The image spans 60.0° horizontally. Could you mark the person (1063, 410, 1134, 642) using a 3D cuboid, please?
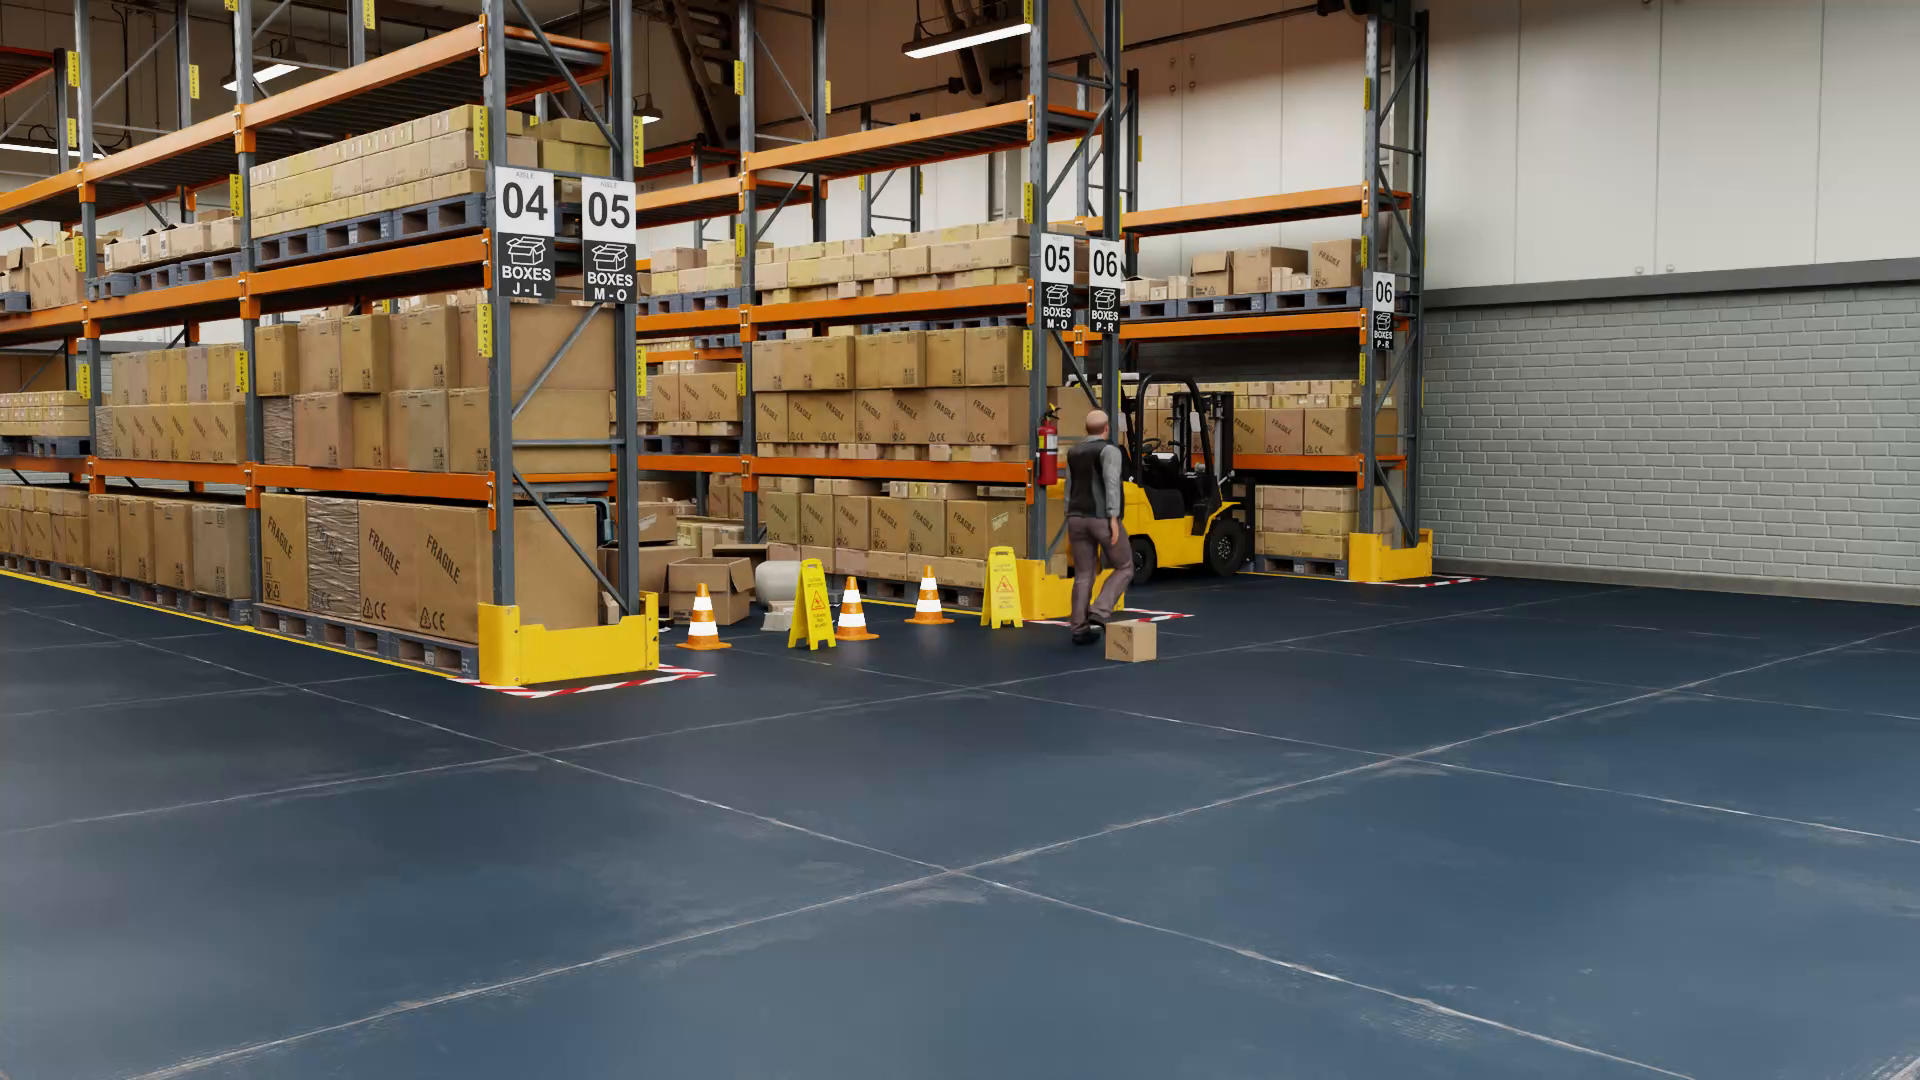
[{"bbox_3d":[0.994,-0.110,12.339,0.567,1.708,0.490,3,5,41],"label":"person"}]
